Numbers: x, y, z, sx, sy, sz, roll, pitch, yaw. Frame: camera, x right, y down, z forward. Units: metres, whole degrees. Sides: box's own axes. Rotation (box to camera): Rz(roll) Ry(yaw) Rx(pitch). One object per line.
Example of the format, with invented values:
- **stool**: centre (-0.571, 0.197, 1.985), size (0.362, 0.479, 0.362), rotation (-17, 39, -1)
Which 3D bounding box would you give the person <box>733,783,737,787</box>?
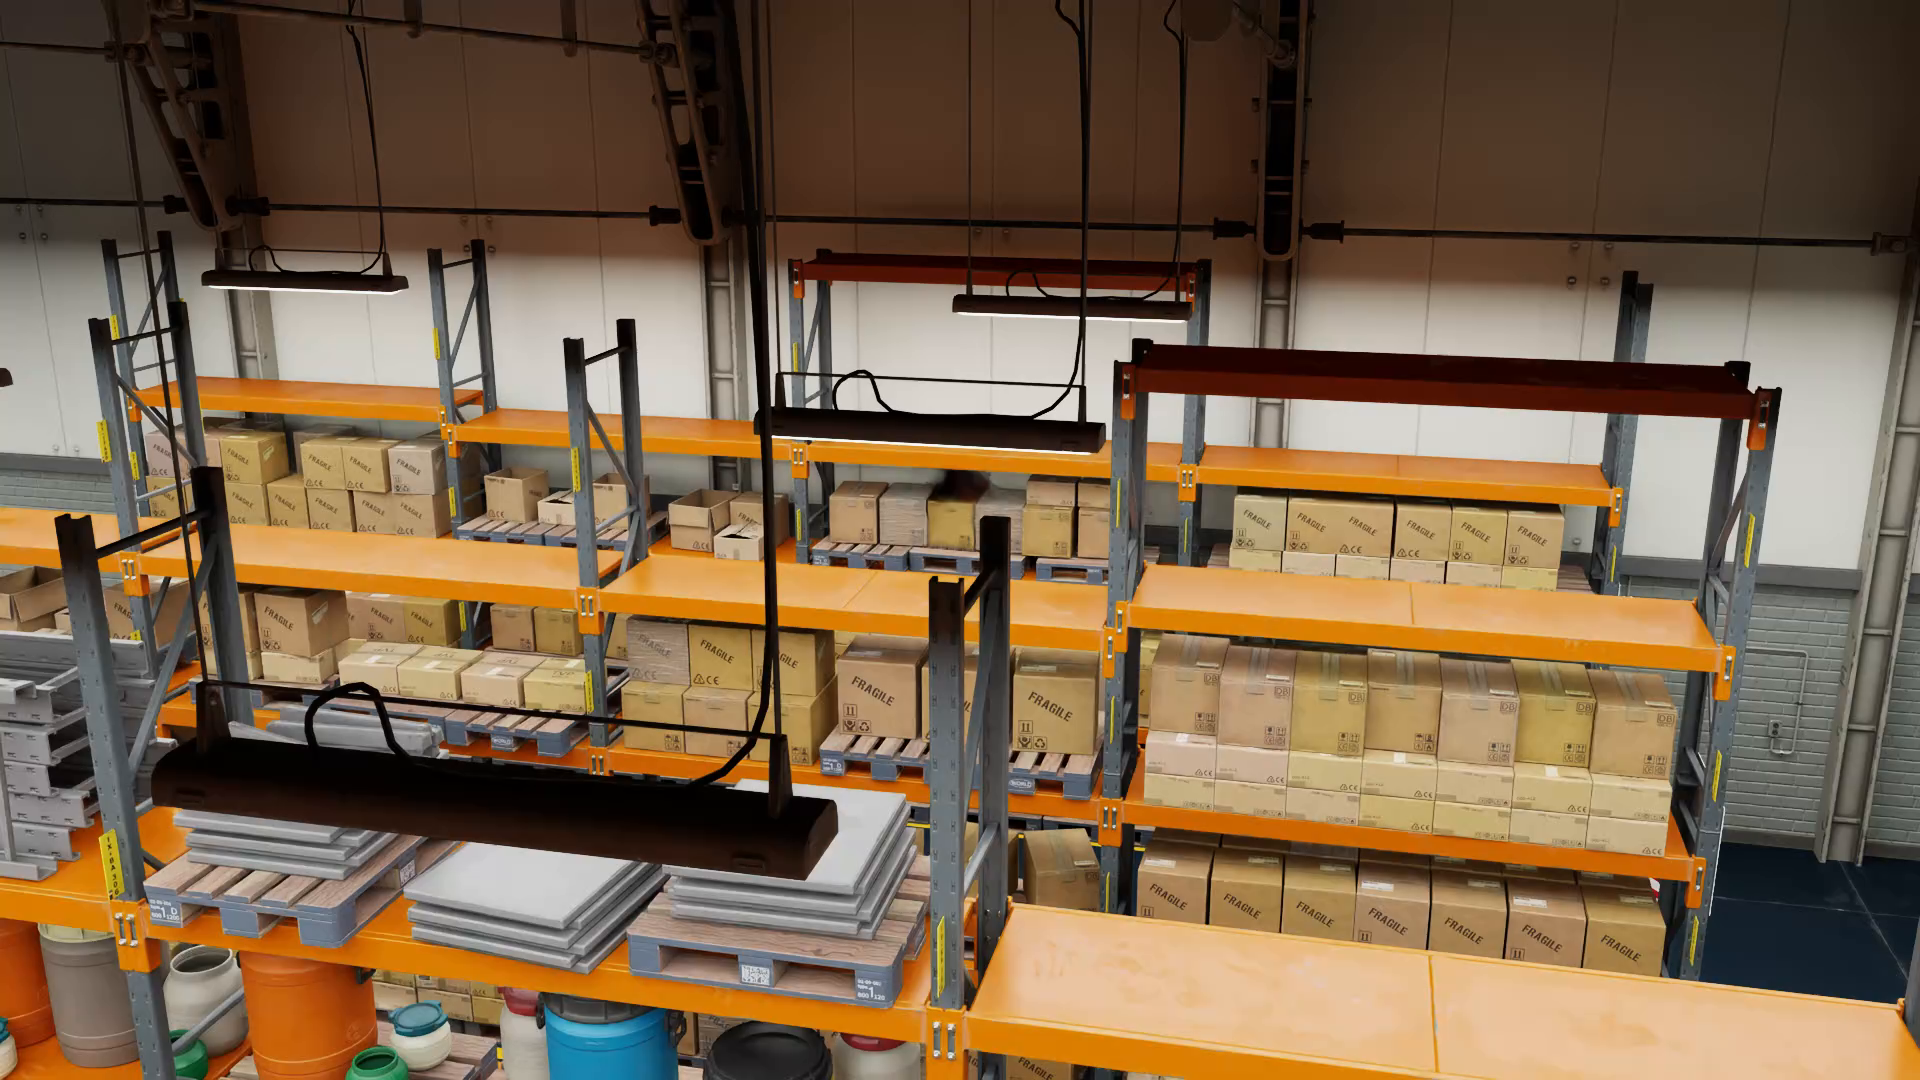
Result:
- **person**: centre (-1.998, 2.233, 16.557), size (0.667, 1.769, 0.609), rotation (-12, 20, -36)
